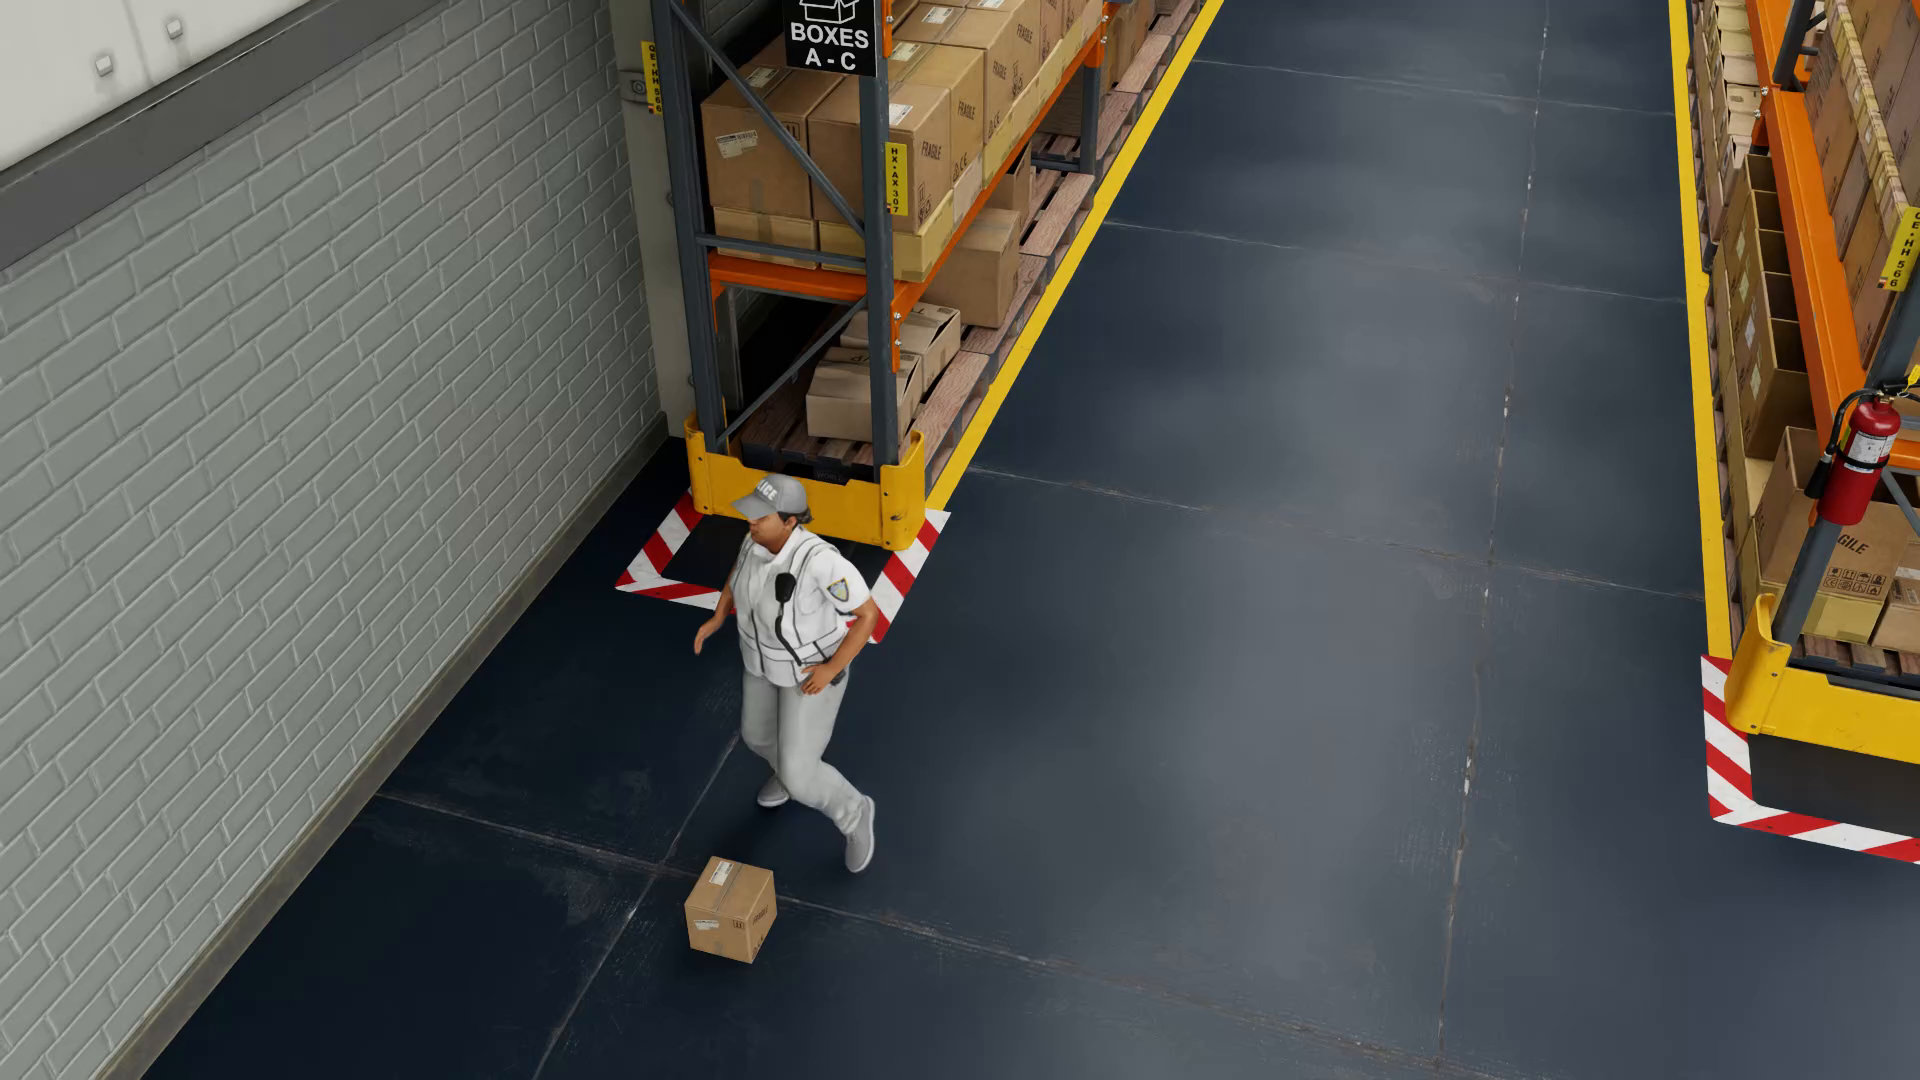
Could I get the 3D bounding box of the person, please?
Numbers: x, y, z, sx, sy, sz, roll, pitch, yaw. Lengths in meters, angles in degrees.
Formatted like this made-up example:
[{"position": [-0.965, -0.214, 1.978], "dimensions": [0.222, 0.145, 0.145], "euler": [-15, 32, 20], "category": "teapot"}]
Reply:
[{"position": [-0.639, 0.511, 6.242], "dimensions": [0.781, 1.633, 0.533], "euler": [24, 44, 29], "category": "person"}]
